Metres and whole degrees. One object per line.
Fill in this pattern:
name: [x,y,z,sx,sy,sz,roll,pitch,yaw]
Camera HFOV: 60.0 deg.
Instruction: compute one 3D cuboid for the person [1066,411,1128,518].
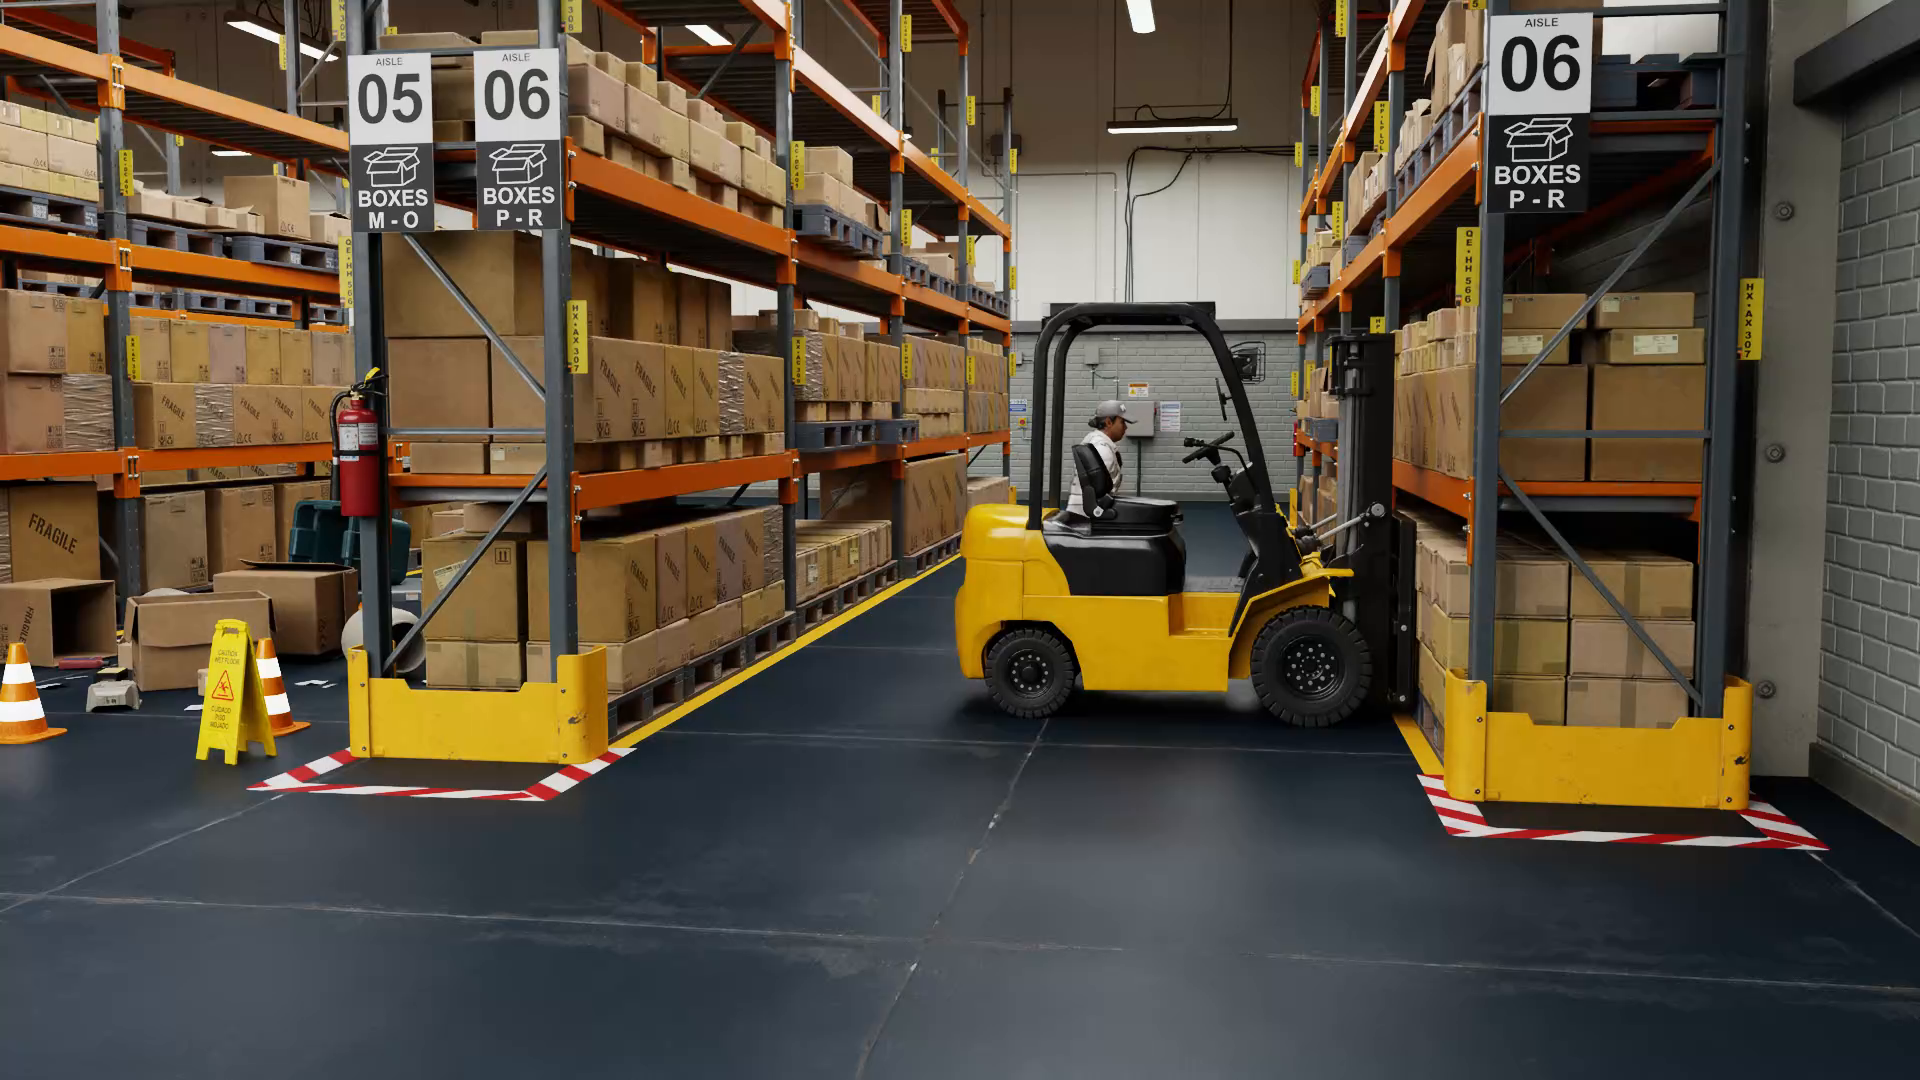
person: [0.878,-0.059,10.688,0.399,1.652,0.564,0,5,5]
